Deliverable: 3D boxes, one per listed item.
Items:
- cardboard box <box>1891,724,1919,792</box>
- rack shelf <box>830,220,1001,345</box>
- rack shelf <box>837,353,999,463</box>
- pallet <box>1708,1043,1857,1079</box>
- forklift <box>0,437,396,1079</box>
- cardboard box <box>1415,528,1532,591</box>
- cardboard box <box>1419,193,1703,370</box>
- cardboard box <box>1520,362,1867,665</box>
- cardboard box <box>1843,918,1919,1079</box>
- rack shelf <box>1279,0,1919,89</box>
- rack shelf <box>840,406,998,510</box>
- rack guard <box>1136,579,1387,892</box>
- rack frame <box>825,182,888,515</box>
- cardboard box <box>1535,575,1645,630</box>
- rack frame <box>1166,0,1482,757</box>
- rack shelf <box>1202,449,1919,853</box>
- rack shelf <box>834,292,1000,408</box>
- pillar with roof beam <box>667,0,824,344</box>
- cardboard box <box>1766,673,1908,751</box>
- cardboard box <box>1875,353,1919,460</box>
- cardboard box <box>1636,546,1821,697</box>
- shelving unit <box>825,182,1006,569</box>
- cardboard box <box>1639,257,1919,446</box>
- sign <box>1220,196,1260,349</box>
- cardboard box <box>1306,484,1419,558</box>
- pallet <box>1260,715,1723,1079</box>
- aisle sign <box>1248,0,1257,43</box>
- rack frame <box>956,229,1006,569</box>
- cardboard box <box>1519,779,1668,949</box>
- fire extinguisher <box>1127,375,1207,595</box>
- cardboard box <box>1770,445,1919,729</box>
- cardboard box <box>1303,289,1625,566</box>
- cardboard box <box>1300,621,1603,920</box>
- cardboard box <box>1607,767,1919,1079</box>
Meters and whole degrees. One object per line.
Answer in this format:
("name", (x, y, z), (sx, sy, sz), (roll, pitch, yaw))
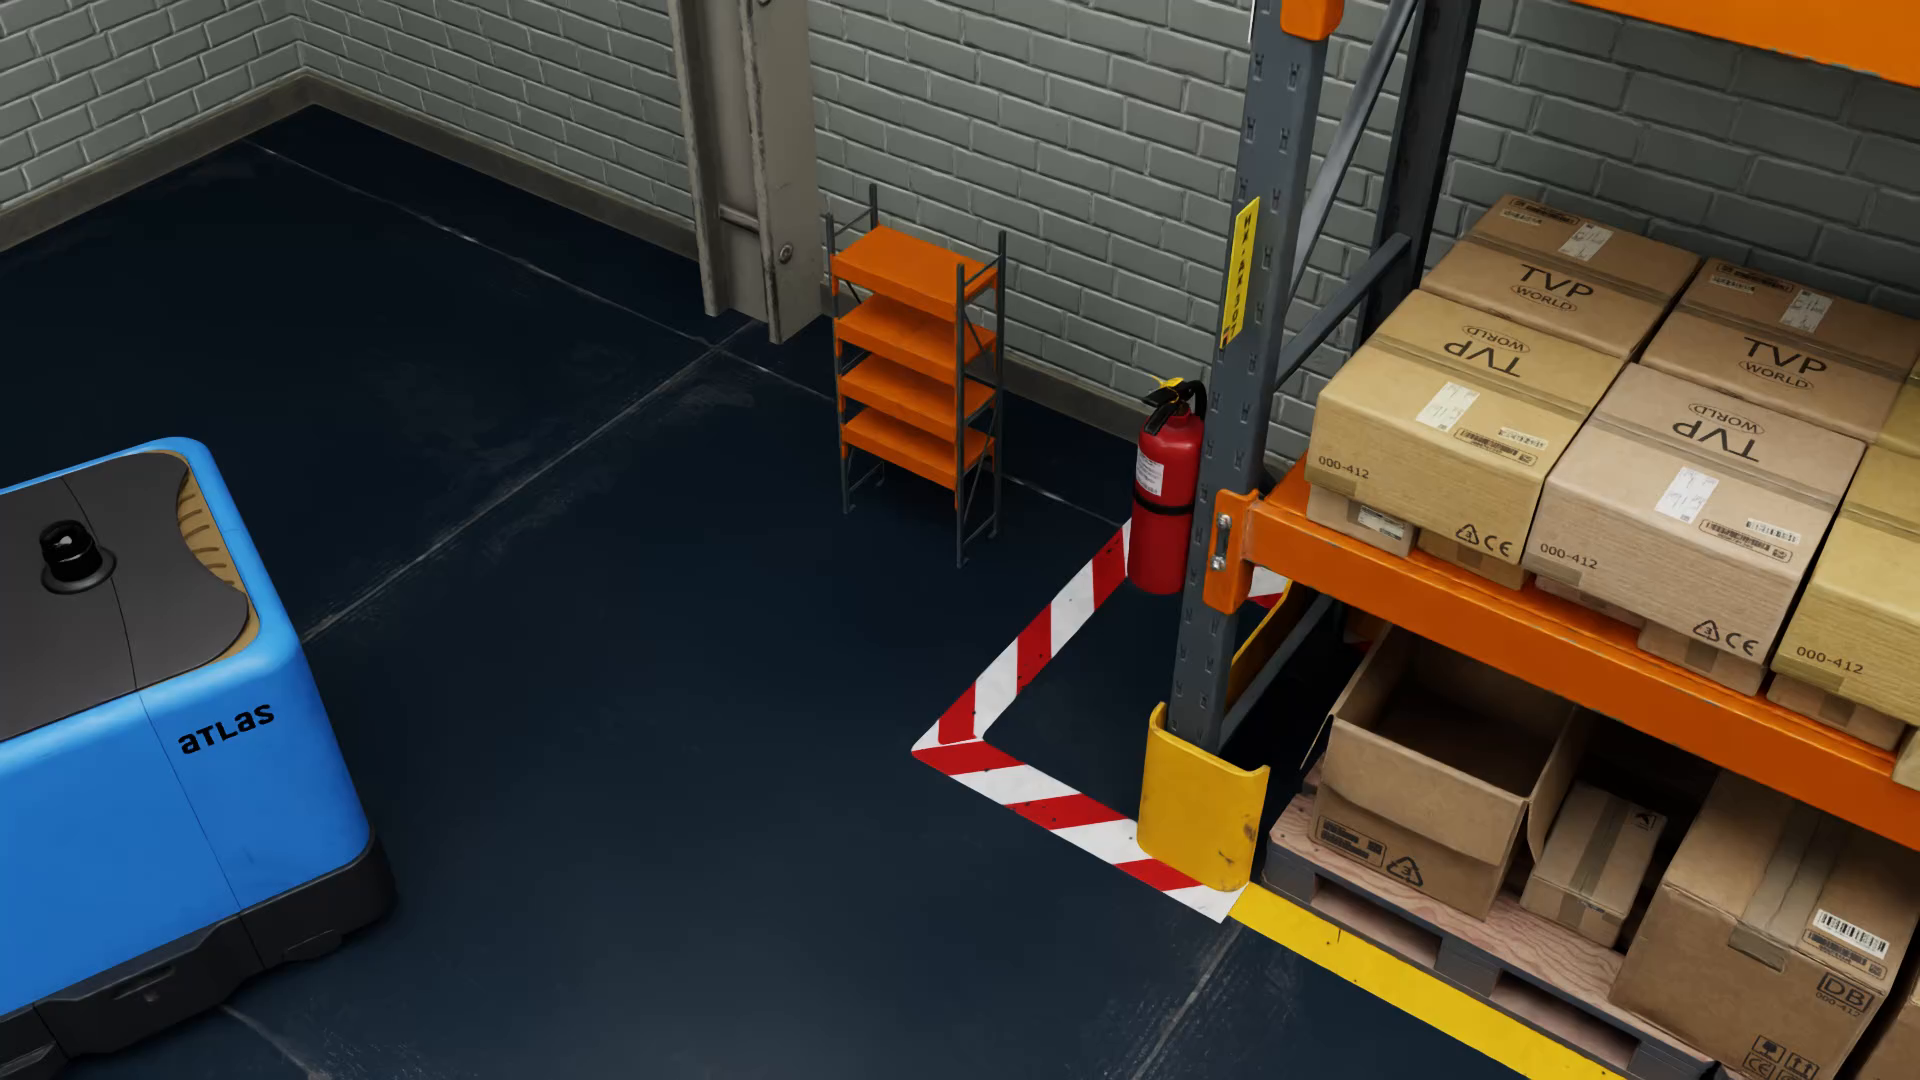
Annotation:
("cardboard box", (2.034, 0.360, 3.286), (0.250, 0.149, 0.380), (24, 47, 24))
("rack shelf", (-0.136, -0.803, 5.159), (0.480, 0.148, 0.258), (25, 48, 25))
("rack shelf", (-0.136, -0.460, 5.466), (0.480, 0.148, 0.258), (25, 48, 25))
("pallet", (2.606, 1.311, 4.126), (1.213, 0.211, 1.003), (25, 48, 25))
("forklift", (-3.067, 0.203, 3.325), (3.031, 2.935, 1.130), (-23, 47, -23))
("cardboard box", (1.243, -0.088, 3.787), (0.250, 0.149, 0.380), (26, 48, 26))
("cardboard box", (1.425, -0.553, 4.008), (0.500, 0.250, 0.500), (26, 48, 26))
("cardboard box", (1.526, -0.070, 3.469), (0.500, 0.250, 0.500), (26, 48, 26))
("cardboard box", (2.396, 1.137, 3.789), (0.500, 0.500, 0.500), (26, 48, 26))
("rack shelf", (2.534, -0.613, 2.476), (4.000, 0.370, 1.077), (25, 48, 25))
("rack shelf", (-0.136, -0.312, 5.598), (0.480, 0.148, 0.258), (25, 48, 25))
("rack guard", (0.958, 0.431, 4.893), (0.348, 0.500, 1.175), (25, 48, 25))
("rack frame", (-0.335, -0.604, 5.525), (0.015, 1.200, 0.240), (25, 48, 25))
("cardboard box", (1.478, -0.006, 3.696), (0.250, 0.149, 0.380), (24, 47, 25))
("rack frame", (0.896, -0.529, 4.092), (0.127, 3.000, 1.000), (25, 48, 25))
("rack shelf", (2.534, 0.505, 3.476), (4.000, 0.370, 1.077), (25, 48, 25))
("rack shelf", (-0.136, -0.627, 5.316), (0.480, 0.148, 0.258), (25, 48, 25))
("pillar with roof beam", (-3.266, -1.939, 1.169), (0.400, 9.000, 9.100), (25, 48, 25))
("cardboard box", (1.870, 0.223, 3.440), (0.250, 0.149, 0.380), (26, 48, 26))
("cardboard box", (2.249, -0.163, 3.572), (0.500, 0.250, 0.500), (27, 48, 27))
("cardboard box", (1.650, 0.124, 3.550), (0.250, 0.149, 0.380), (27, 48, 27))
("shelving unit", (-0.136, -0.511, 5.421), (0.503, 1.200, 0.258), (25, 48, 25))
("cardboard box", (1.847, -0.355, 3.786), (0.500, 0.250, 0.500), (25, 48, 25))
("sign", (0.585, -0.556, 3.472), (0.005, 0.325, 0.100), (25, 48, 25))
("cardboard box", (1.008, -0.160, 3.868), (0.250, 0.149, 0.380), (25, 47, 25))
("pallet", (1.612, 0.844, 4.649), (1.213, 0.211, 1.003), (25, 48, 25))
("aisle sign", (0.672, -1.364, 3.075), (0.004, 0.787, 0.394), (25, 48, 25))
("rack frame", (0.064, -0.417, 5.316), (0.015, 1.200, 0.240), (25, 48, 25))
("cardboard box", (1.668, 0.847, 4.377), (0.250, 0.149, 0.380), (23, 47, 24))
("fire extinguisher", (0.510, -0.165, 4.023), (0.183, 0.674, 0.296), (25, 48, 25))
("cardboard box", (1.943, 0.122, 3.254), (0.500, 0.250, 0.500), (24, 47, 25))
("cardboard box", (1.113, -0.263, 3.684), (0.500, 0.250, 0.500), (25, 48, 26))
("cardboard box", (1.343, 0.531, 4.465), (0.637, 0.503, 0.797), (23, 47, 24))
("cardboard box", (2.020, 0.880, 4.076), (0.500, 0.500, 0.700), (27, 48, 27))
